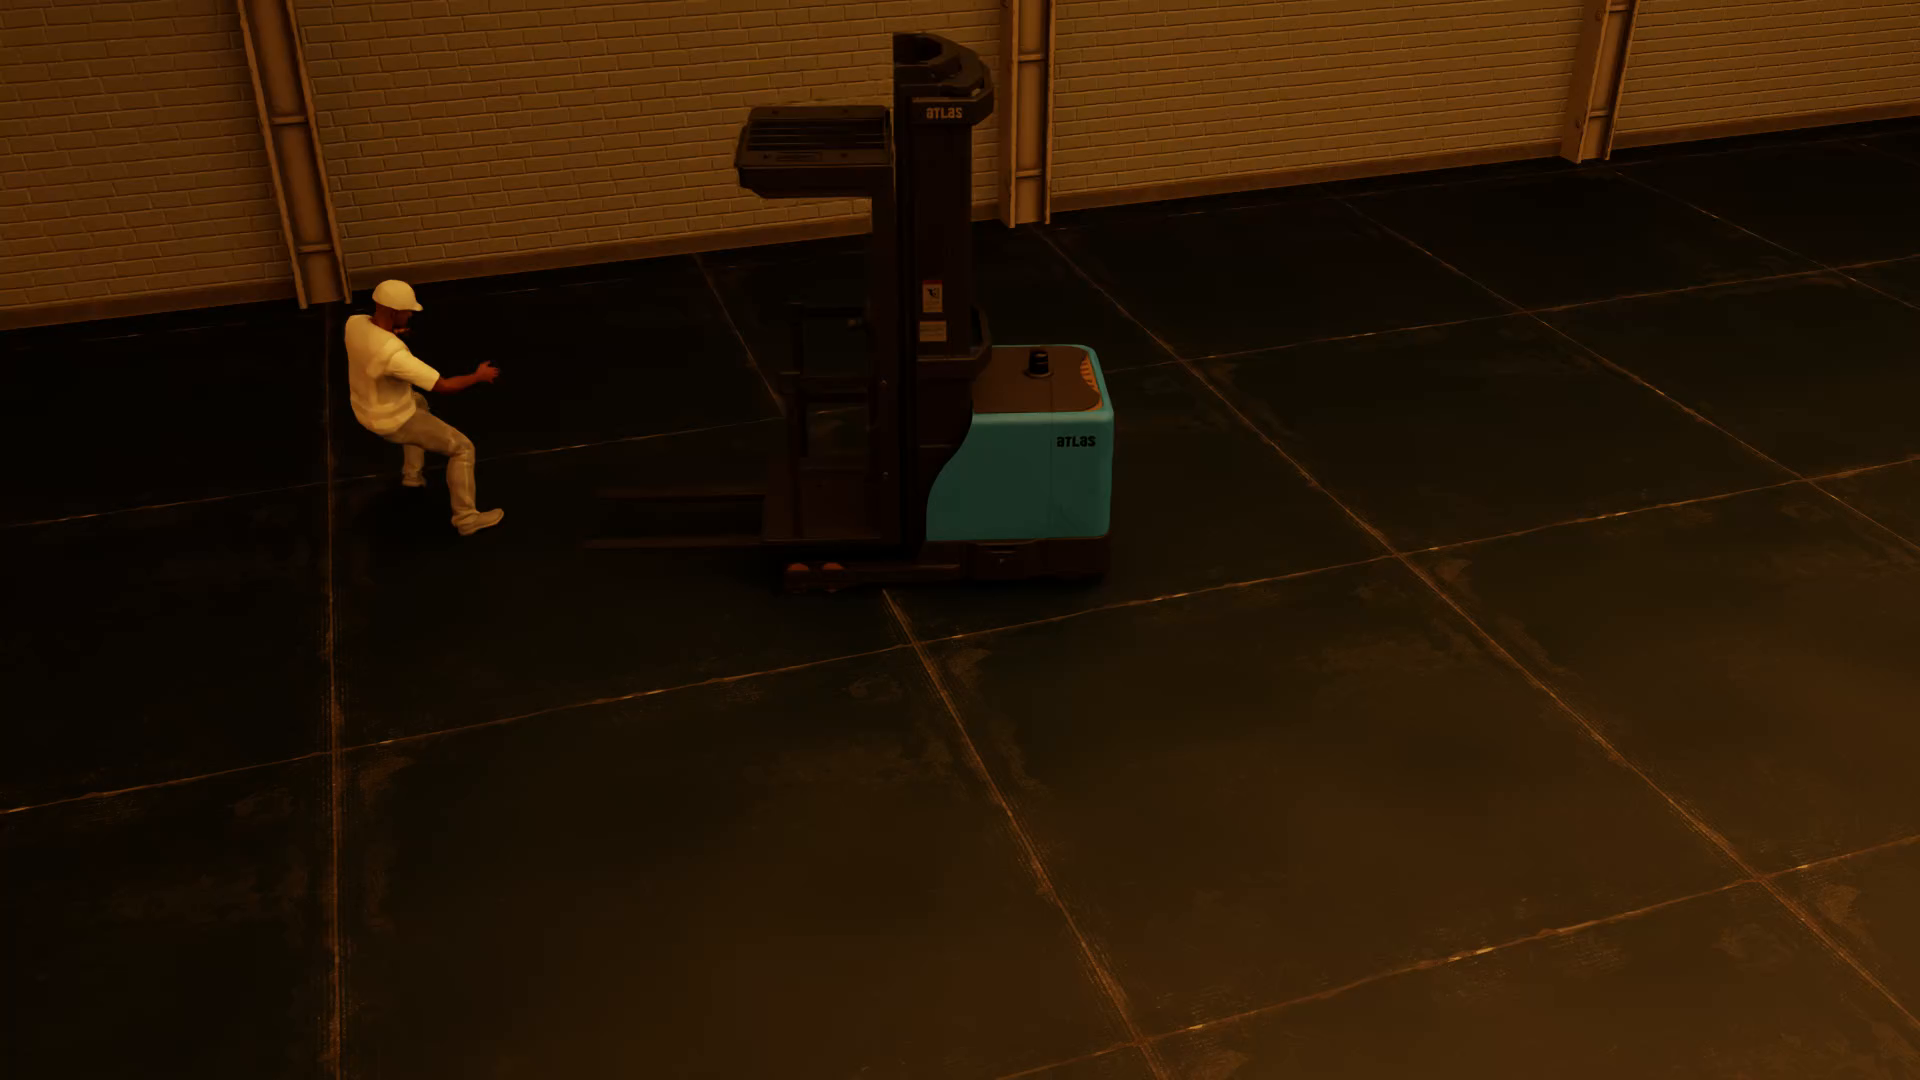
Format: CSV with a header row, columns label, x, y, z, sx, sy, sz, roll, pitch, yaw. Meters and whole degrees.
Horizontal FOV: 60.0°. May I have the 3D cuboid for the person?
label,x,y,z,sx,sy,sz,roll,pitch,yaw
person,-3.248,-0.885,10.008,0.777,1.560,0.964,-26,39,-37

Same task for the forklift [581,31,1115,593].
label,x,y,z,sx,sy,sz,roll,pitch,yaw
forklift,-0.670,-1.237,9.237,3.031,2.935,1.130,-1,30,-3
